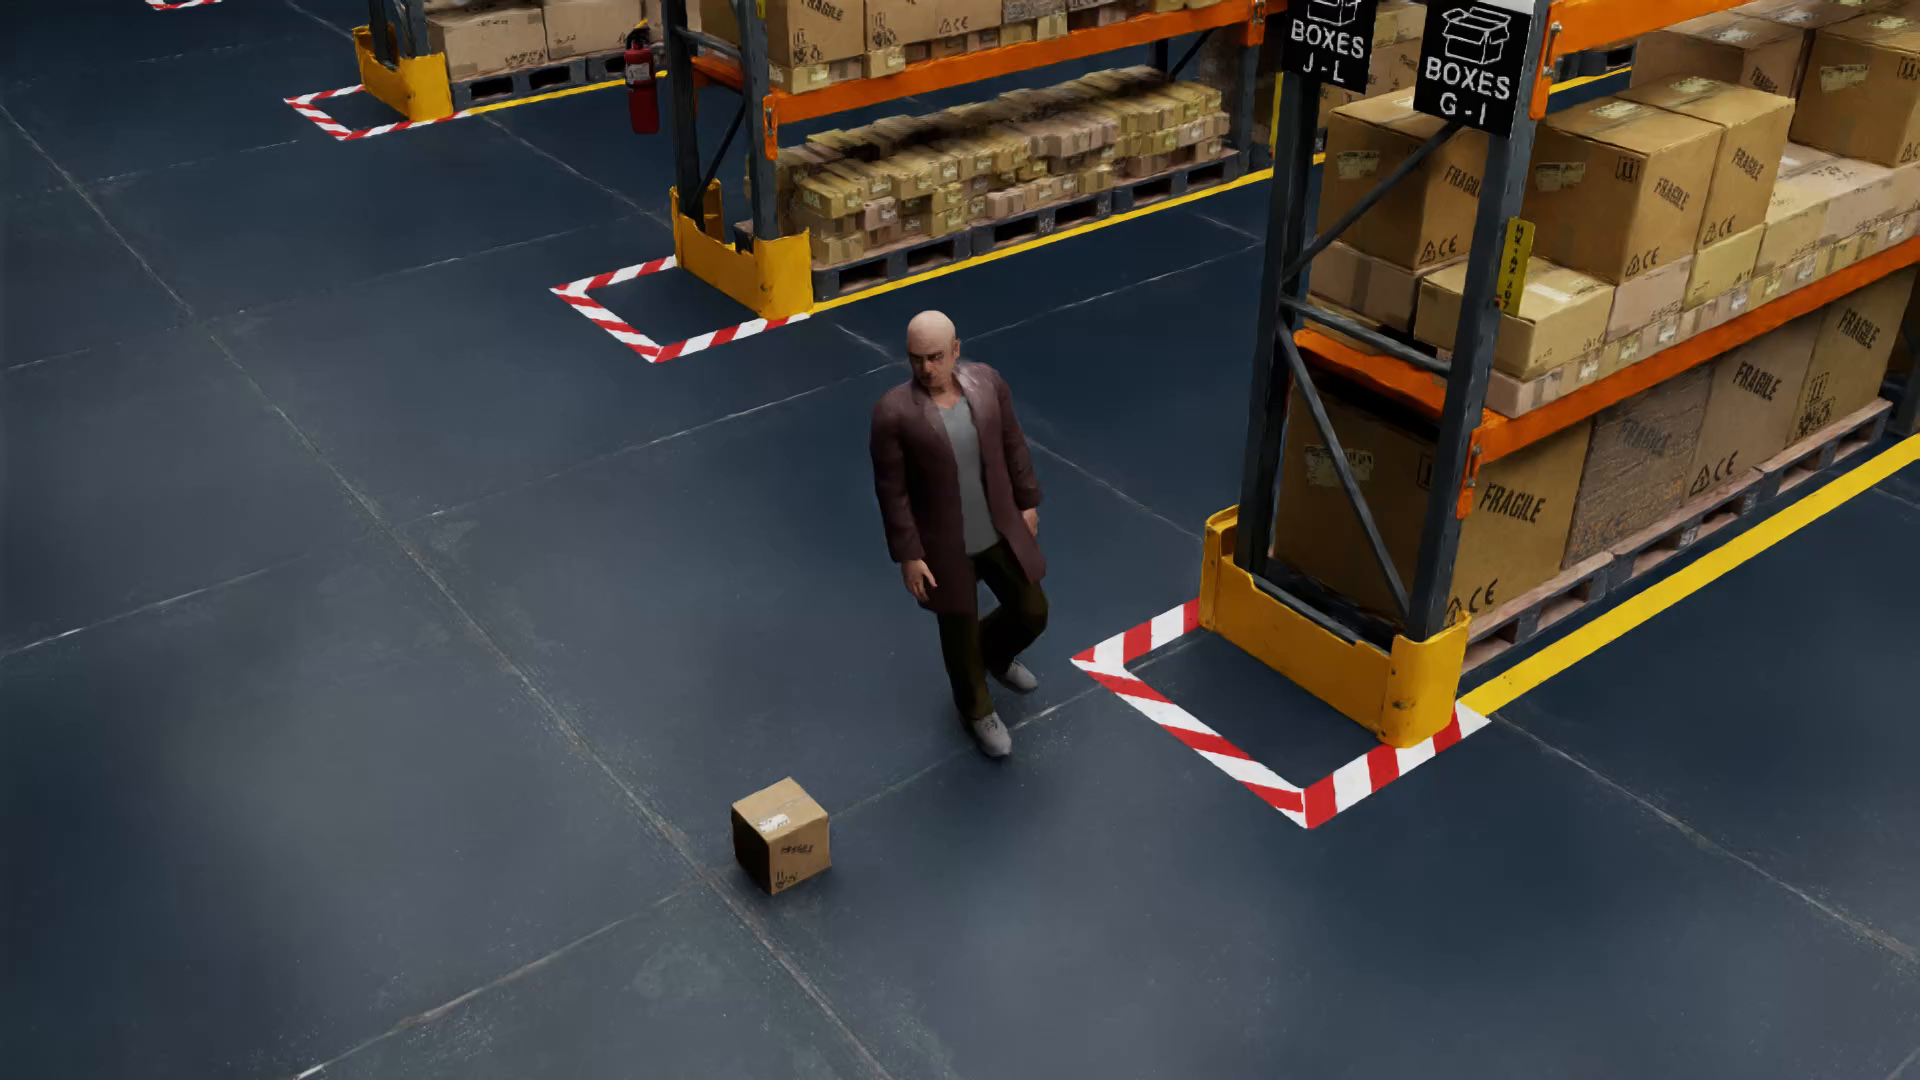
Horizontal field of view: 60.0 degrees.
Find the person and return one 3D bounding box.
[{"bbox_3d":[0.034,-0.009,6.144,0.677,1.771,0.528,-14,35,-22],"label":"person"}]
